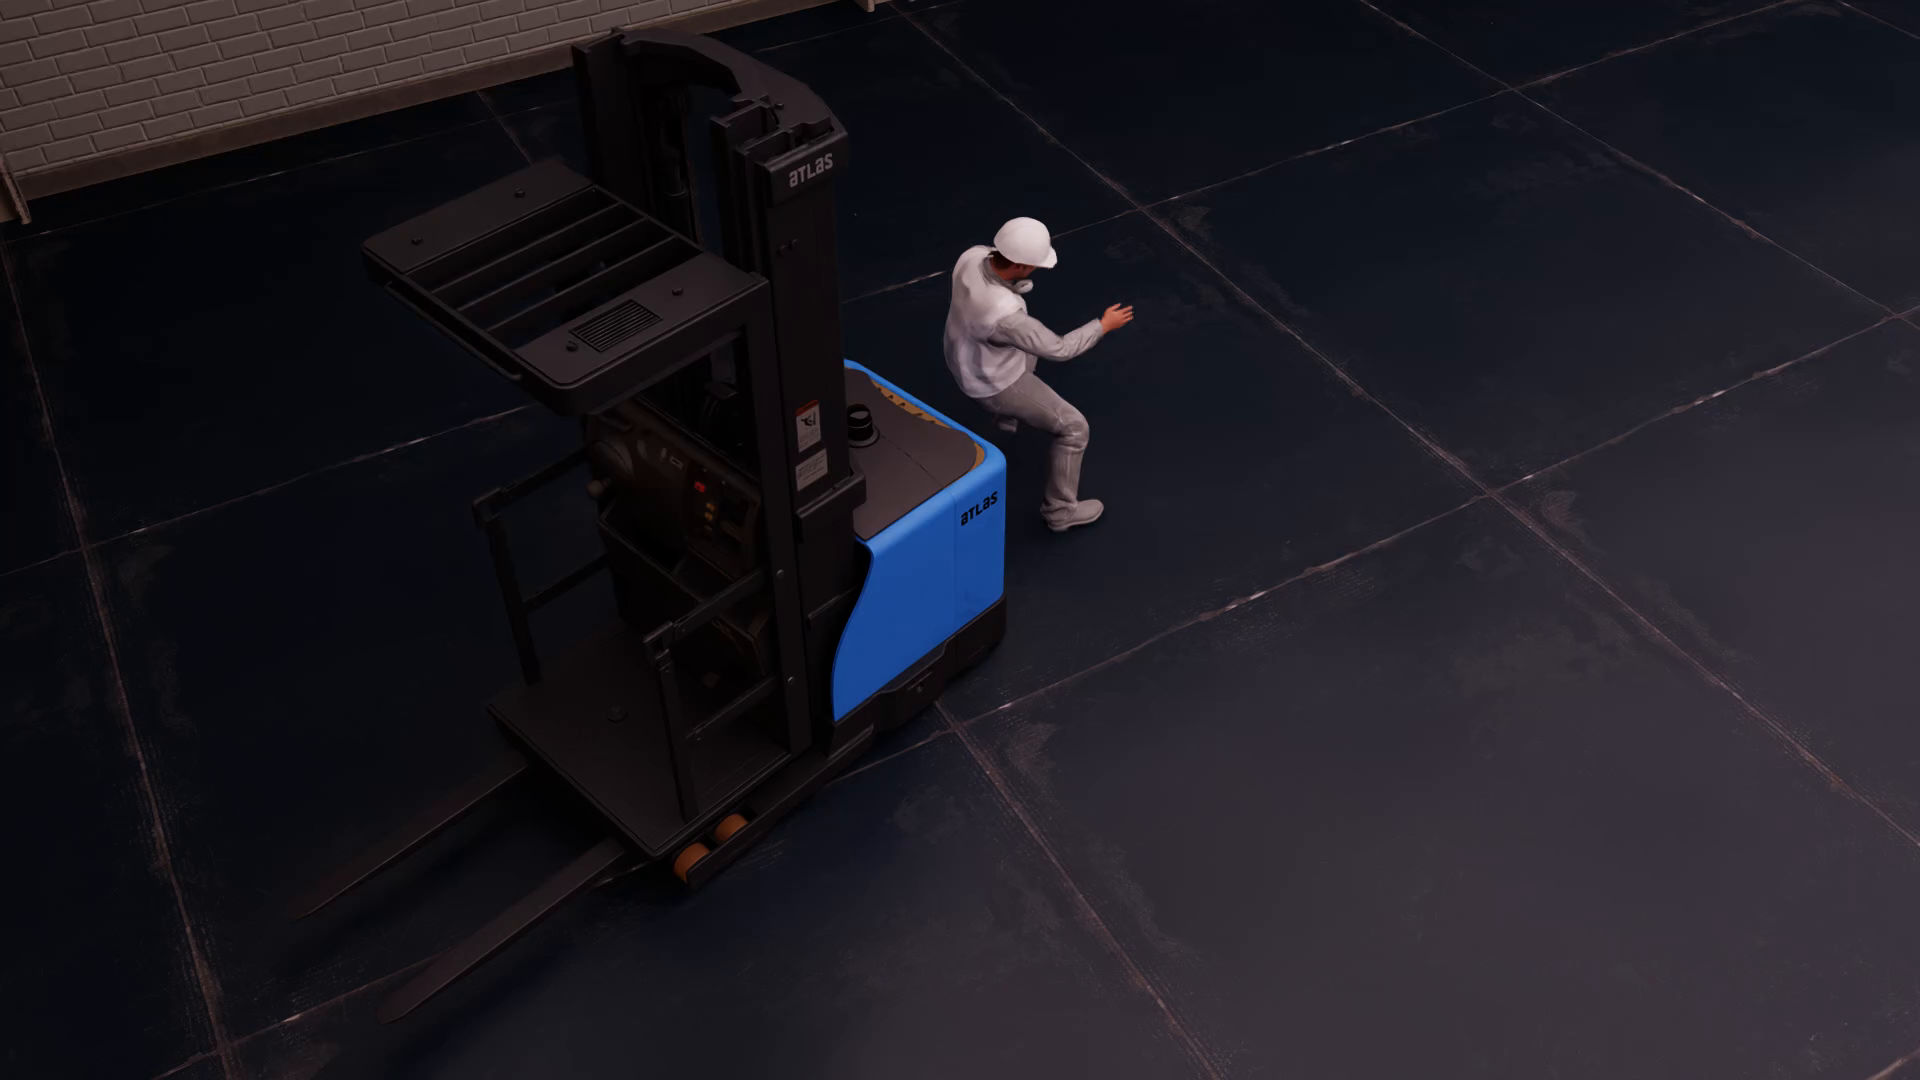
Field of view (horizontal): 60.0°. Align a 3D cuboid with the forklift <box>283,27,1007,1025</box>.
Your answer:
[{"bbox_3d":[-1.181,-0.139,5.848,1.130,2.935,3.031,33,52,31],"label":"forklift"}]

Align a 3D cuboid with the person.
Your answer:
[{"bbox_3d":[0.343,-0.881,7.678,0.804,1.536,0.893,-14,45,-15],"label":"person"}]
